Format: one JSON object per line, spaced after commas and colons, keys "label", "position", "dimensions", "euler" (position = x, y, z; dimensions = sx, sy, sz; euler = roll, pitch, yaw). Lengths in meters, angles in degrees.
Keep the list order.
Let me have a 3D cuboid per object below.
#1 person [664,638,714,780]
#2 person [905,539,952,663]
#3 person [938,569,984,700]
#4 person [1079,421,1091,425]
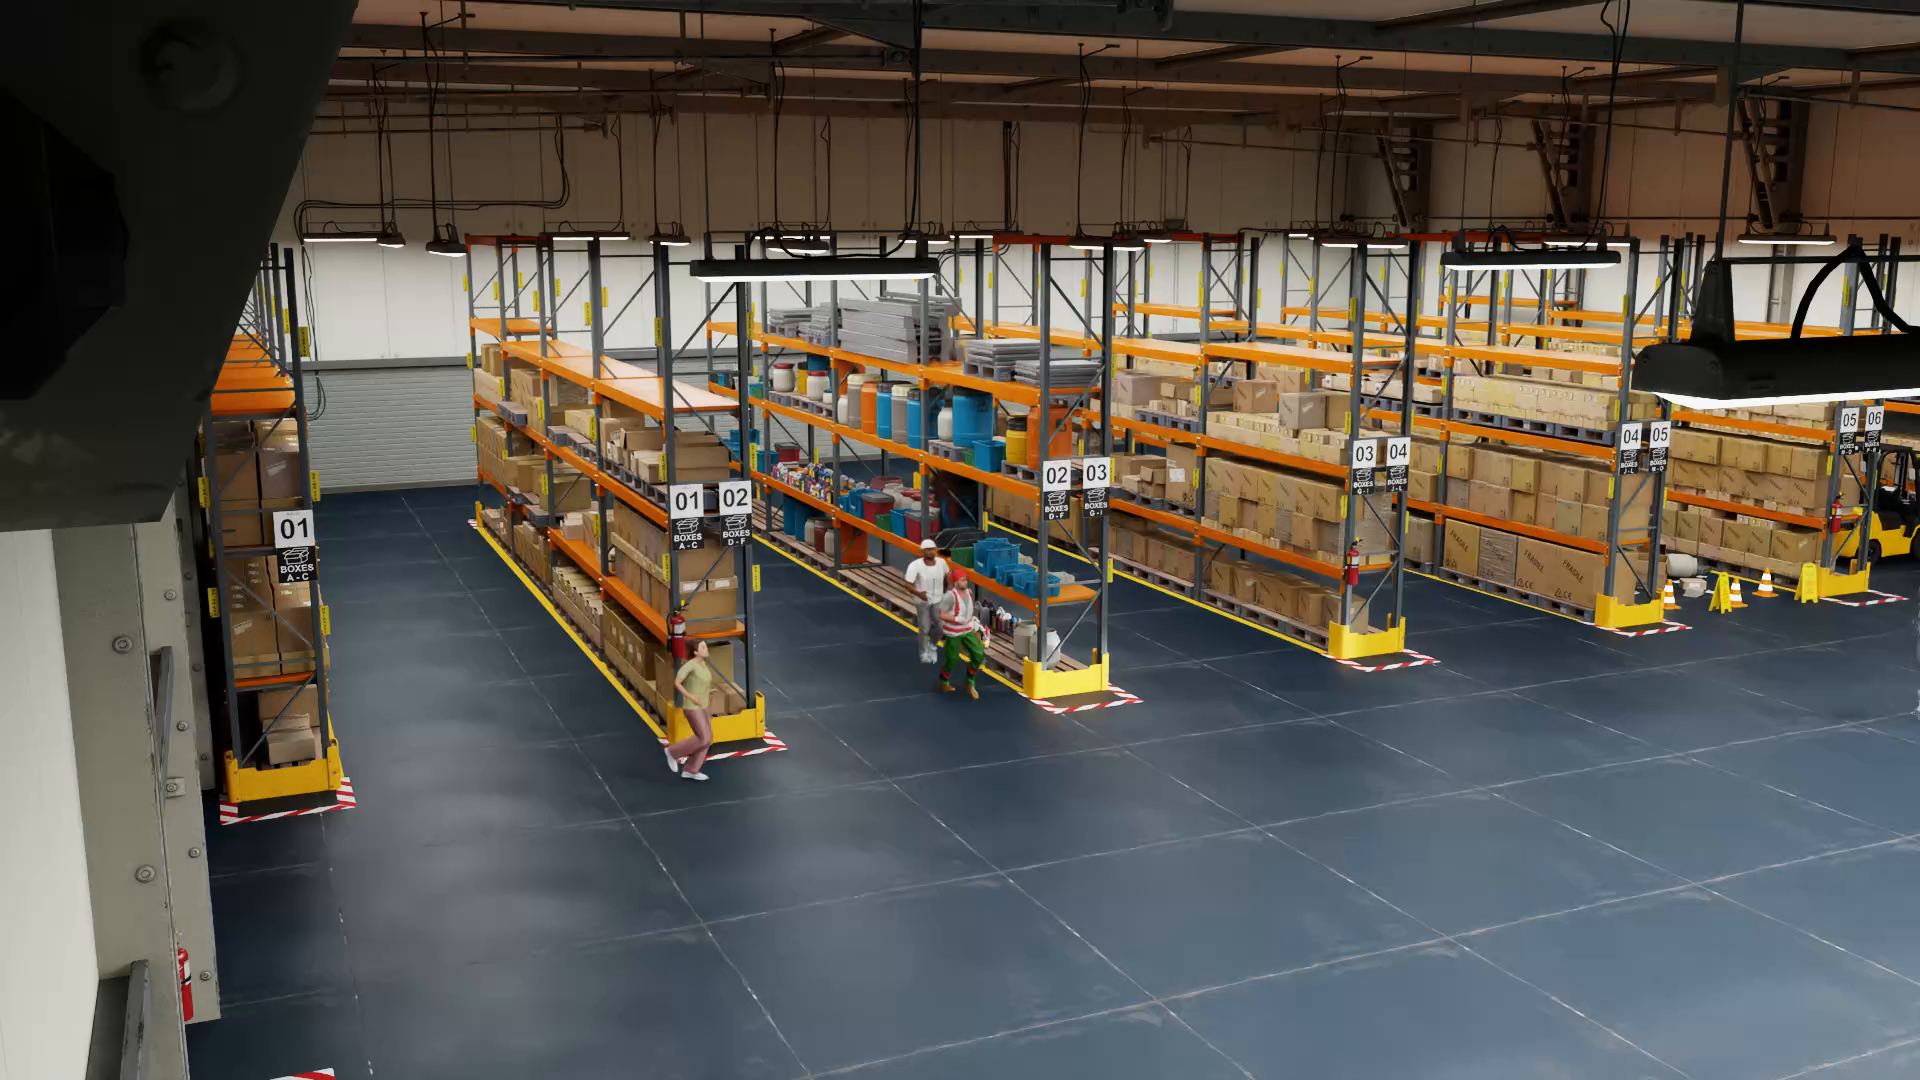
{"label": "person", "position": [-3.068, 1.913, 19.061], "dimensions": [0.547, 1.620, 0.591], "euler": [3, 11, 14]}
{"label": "person", "position": [-0.381, 0.860, 22.653], "dimensions": [0.746, 1.768, 0.577], "euler": [-5, 12, -24]}
{"label": "person", "position": [-0.011, 1.246, 22.043], "dimensions": [0.674, 1.780, 0.796], "euler": [-8, 14, -35]}
{"label": "person", "position": [3.055, -2.356, 41.085], "dimensions": [0.600, 1.607, 0.602], "euler": [11, 15, 44]}
